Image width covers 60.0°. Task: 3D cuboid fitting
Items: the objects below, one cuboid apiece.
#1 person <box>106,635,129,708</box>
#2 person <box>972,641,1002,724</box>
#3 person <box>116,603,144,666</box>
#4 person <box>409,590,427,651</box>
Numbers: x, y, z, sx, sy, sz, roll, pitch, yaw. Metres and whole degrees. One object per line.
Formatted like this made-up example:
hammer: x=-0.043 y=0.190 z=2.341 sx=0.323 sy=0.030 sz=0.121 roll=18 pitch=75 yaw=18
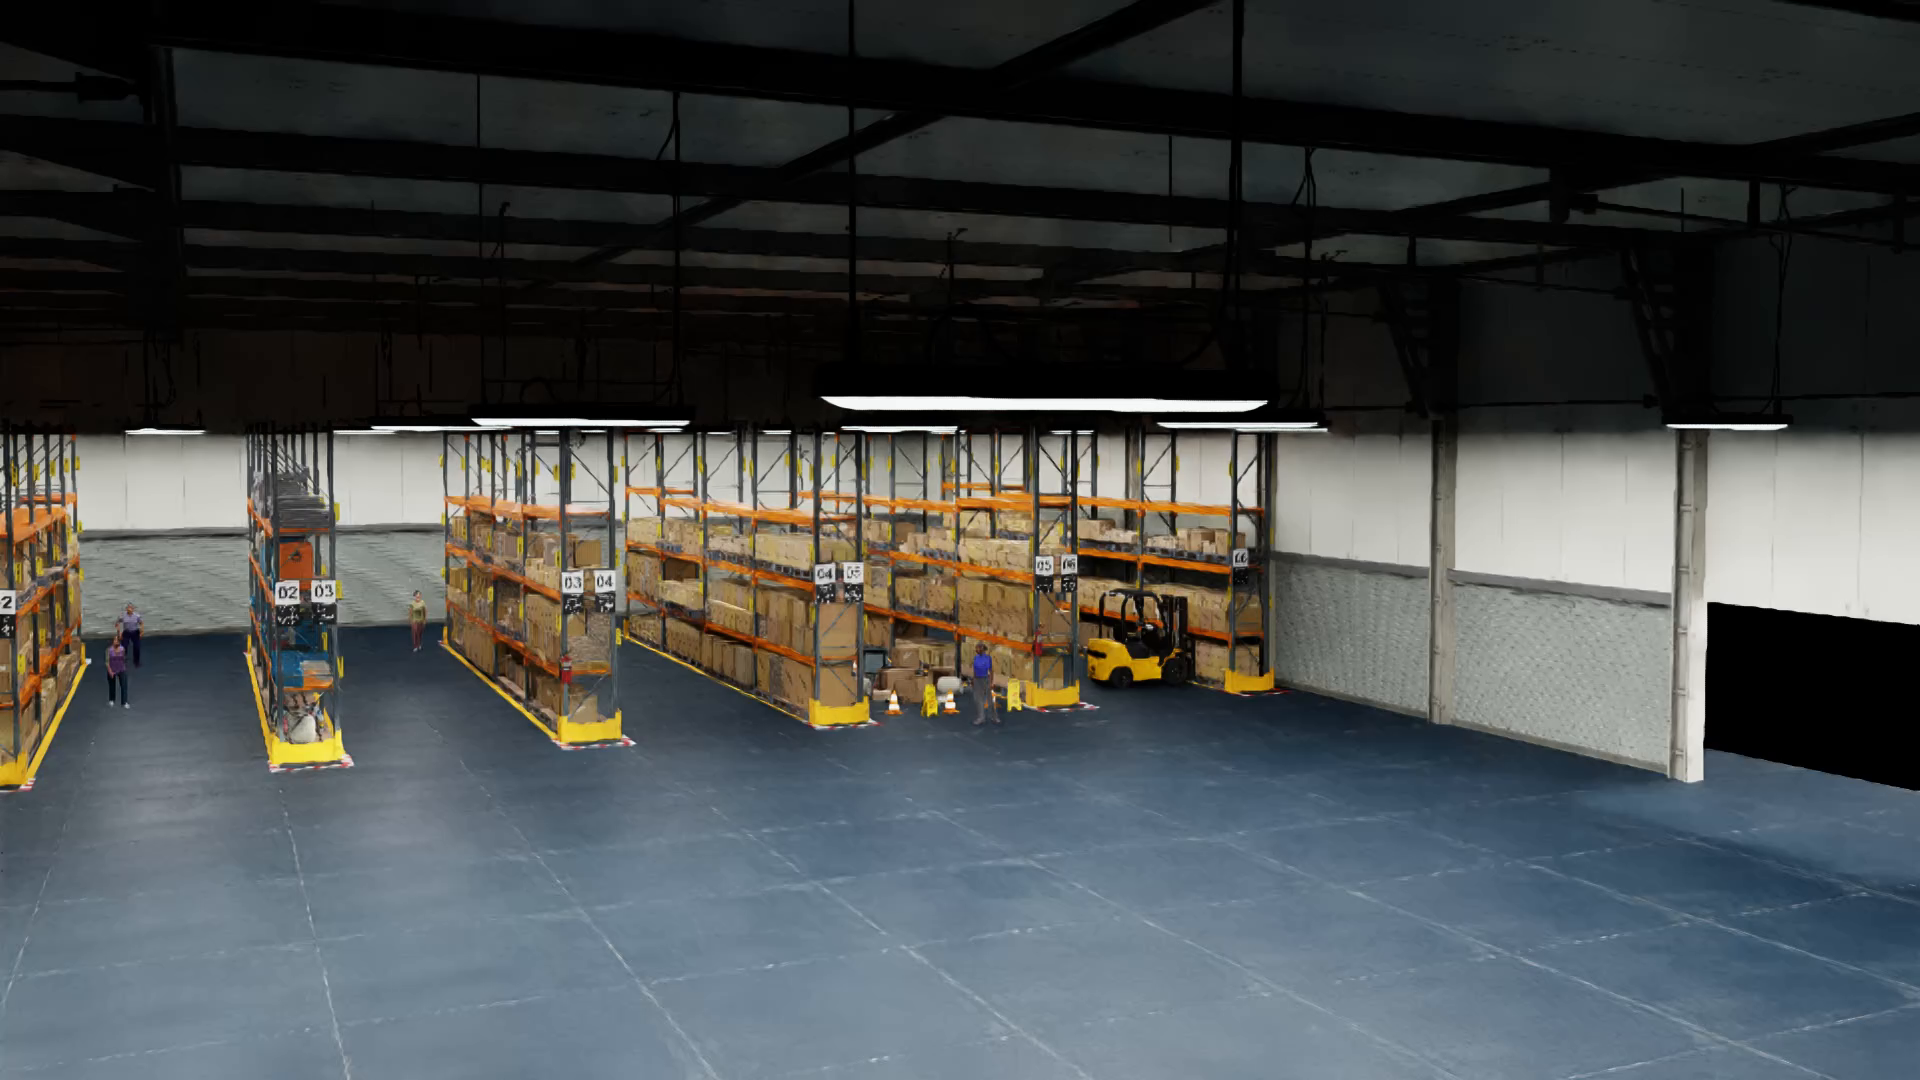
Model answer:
person: x=-17.759 y=2.754 z=34.998 sx=0.412 sy=1.533 sz=0.955 roll=-2 pitch=4 yaw=-33
person: x=0.512 y=2.834 z=33.165 sx=0.569 sy=1.648 sz=0.520 roll=3 pitch=5 yaw=39
person: x=-20.627 y=2.357 z=41.346 sx=0.625 sy=1.581 sz=0.503 roll=-2 pitch=4 yaw=-27
person: x=-14.447 y=2.135 z=44.359 sx=0.445 sy=1.589 sz=1.096 roll=-2 pitch=4 yaw=-26
